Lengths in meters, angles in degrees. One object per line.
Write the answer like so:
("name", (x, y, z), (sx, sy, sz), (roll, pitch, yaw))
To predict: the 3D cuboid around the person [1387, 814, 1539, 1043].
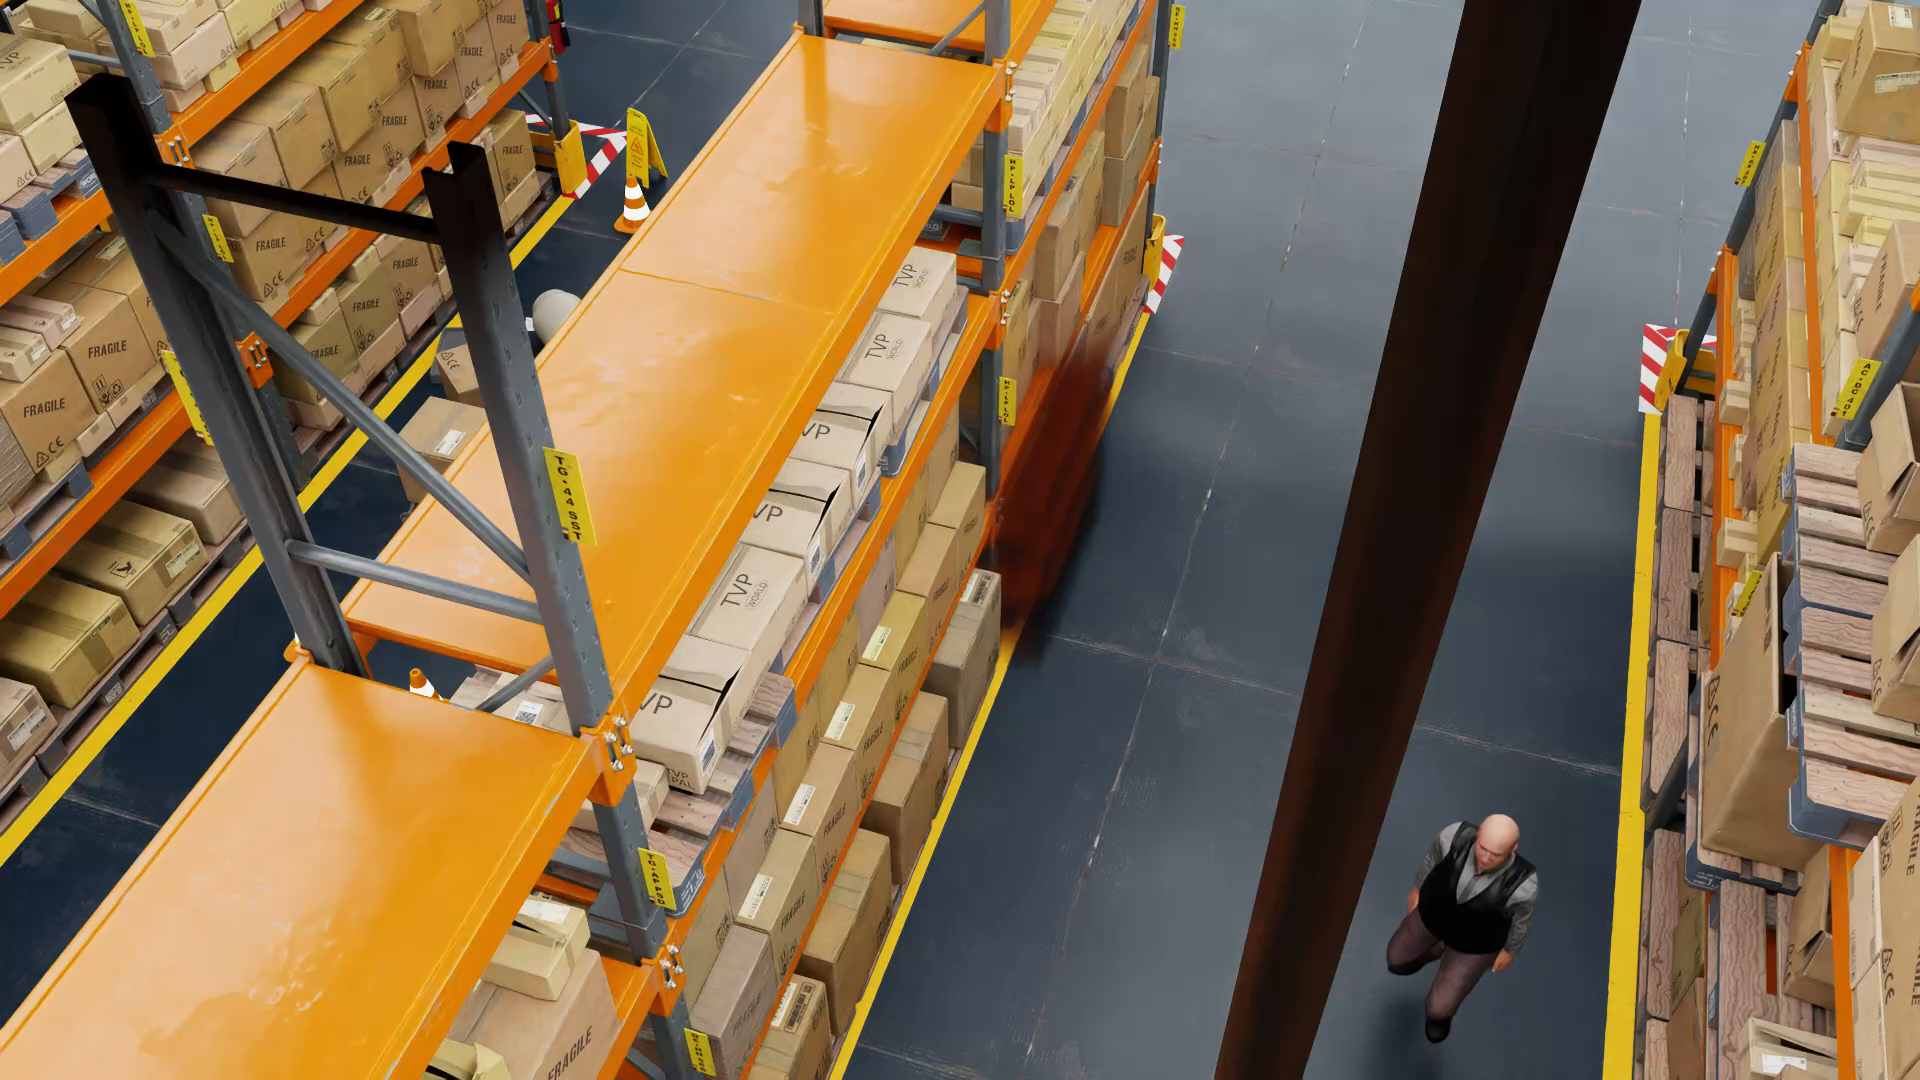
("person", (2.385, 1.809, 7.893), (0.570, 1.622, 0.600), (34, 55, 29))
